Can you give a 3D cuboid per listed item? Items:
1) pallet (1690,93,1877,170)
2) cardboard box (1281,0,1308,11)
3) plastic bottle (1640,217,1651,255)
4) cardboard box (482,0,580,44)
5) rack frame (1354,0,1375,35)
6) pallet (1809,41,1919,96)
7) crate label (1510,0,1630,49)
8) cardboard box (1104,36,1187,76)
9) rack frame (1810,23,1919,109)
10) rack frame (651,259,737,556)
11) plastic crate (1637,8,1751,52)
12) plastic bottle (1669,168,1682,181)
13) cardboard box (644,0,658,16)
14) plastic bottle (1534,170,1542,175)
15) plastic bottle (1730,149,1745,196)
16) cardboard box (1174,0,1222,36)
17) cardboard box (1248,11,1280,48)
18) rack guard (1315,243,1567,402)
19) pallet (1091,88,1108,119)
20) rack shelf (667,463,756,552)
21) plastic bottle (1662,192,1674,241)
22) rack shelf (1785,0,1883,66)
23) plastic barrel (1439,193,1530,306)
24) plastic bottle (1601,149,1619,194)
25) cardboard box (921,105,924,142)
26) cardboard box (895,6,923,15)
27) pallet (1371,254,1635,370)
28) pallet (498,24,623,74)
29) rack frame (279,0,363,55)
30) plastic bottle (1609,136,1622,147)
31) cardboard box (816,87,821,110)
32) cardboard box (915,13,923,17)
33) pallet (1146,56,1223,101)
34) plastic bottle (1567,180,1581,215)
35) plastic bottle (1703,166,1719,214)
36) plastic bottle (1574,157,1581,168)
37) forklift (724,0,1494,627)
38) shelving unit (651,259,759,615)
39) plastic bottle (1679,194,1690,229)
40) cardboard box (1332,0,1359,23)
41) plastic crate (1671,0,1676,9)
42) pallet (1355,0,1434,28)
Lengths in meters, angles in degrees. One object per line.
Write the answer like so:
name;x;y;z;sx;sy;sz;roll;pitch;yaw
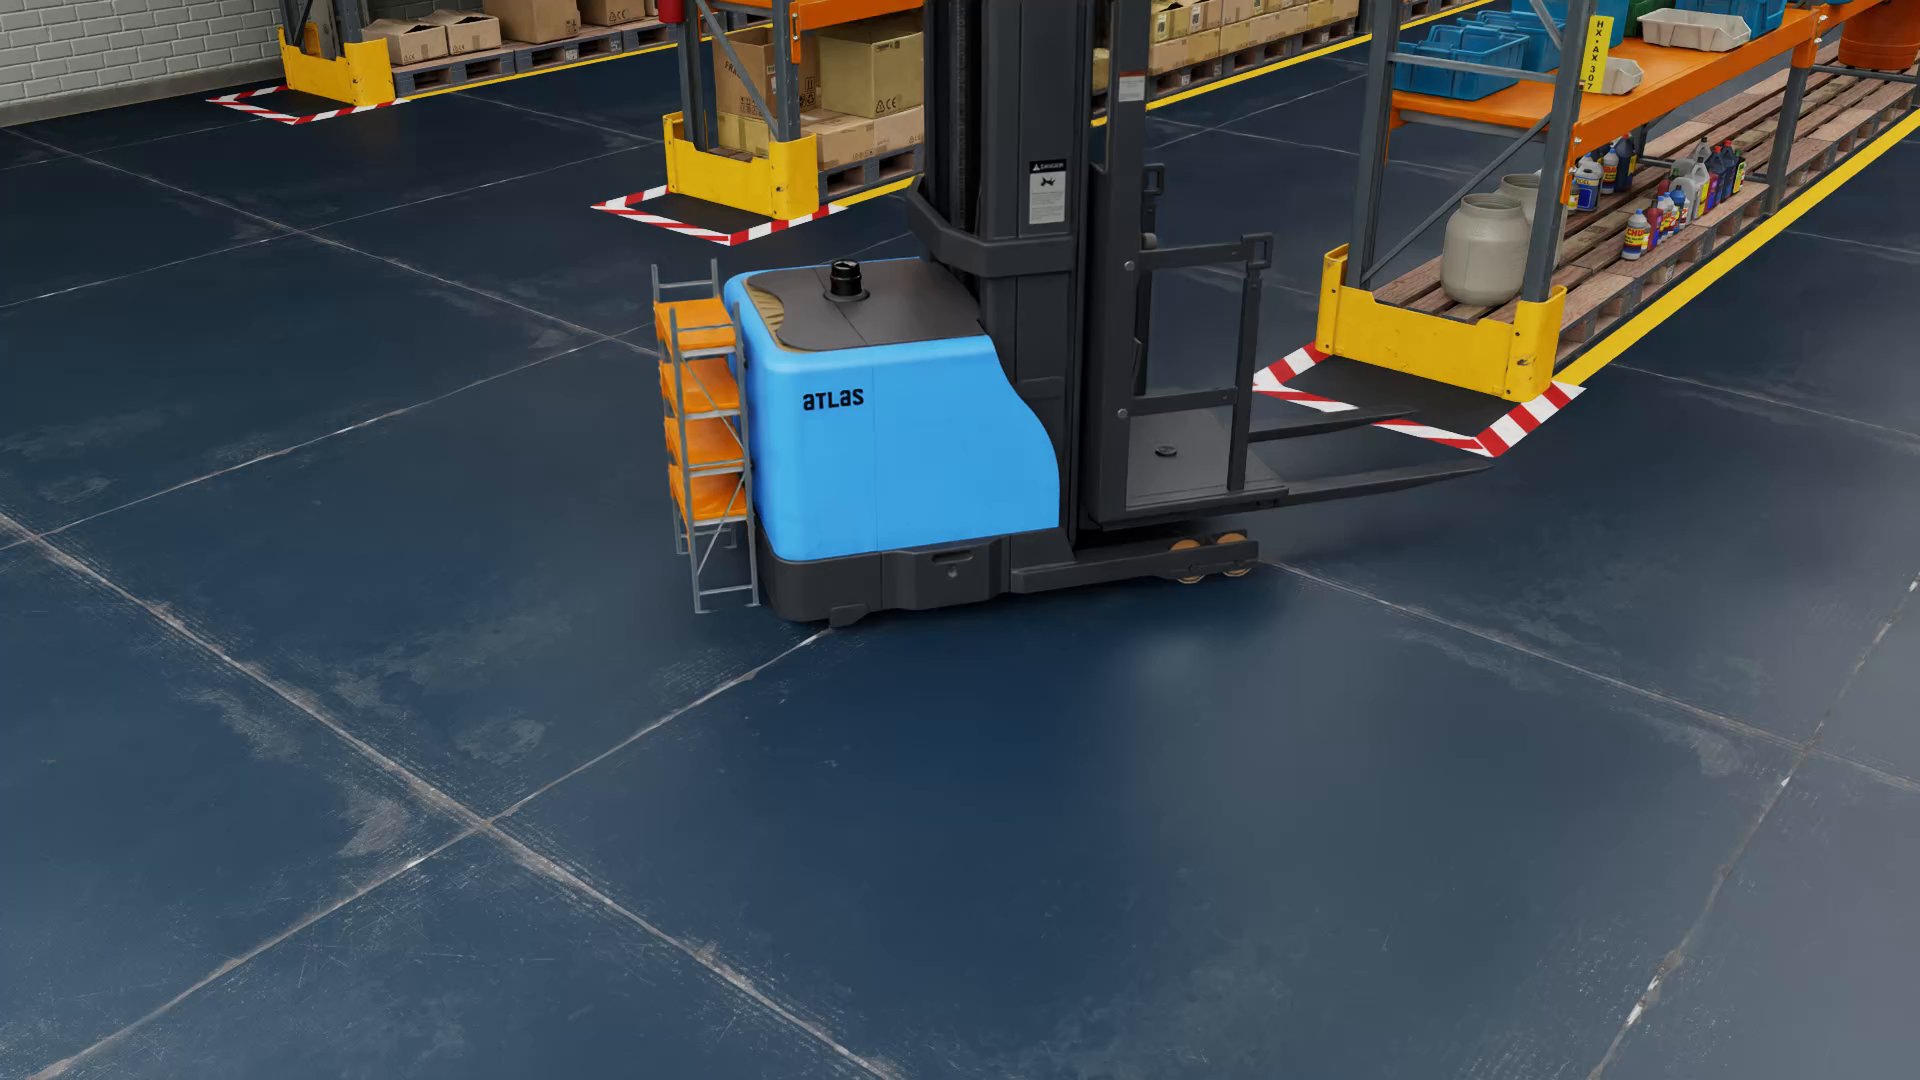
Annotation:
pallet;6.164;-3.079;12.473;1.003;0.211;1.213;21;34;34
cardboard box;2.852;-5.053;15.178;0.500;0.311;0.500;20;34;34
plastic bottle;3.834;-1.716;9.370;0.097;0.201;0.097;0;27;0
cardboard box;-3.892;-4.823;15.049;0.700;0.500;0.500;18;33;31
rack frame;3.644;-6.461;15.974;1.000;3.000;0.127;21;34;34
pallet;7.933;-4.065;14.378;1.003;0.211;1.213;21;34;34
crate label;3.337;-2.923;9.097;0.502;0.435;0.616;21;34;34
cardboard box;1.547;-4.078;13.905;0.500;0.250;0.500;20;33;33
rack frame;7.463;-5.012;13.173;1.000;3.000;0.127;21;34;34
rack frame;-1.014;-0.488;6.387;0.240;1.200;0.015;-8;28;-15
plastic crate;4.082;-2.827;9.237;0.530;0.136;0.437;21;34;34
plastic bottle;4.309;-2.108;10.038;0.061;0.283;0.133;21;34;34
cardboard box;-3.043;-5.228;16.195;0.380;0.166;0.250;16;31;28
plastic bottle;3.474;-2.071;9.974;0.152;0.276;0.135;20;33;33
plastic bottle;4.868;-2.316;10.439;0.061;0.283;0.133;23;35;37
cardboard box;1.877;-4.507;14.122;0.500;0.311;0.500;20;34;34
cardboard box;2.525;-4.624;14.959;0.500;0.250;0.500;22;34;35
rack guard;2.387;-1.106;8.344;1.175;0.500;0.348;21;34;34
pallet;0.561;-3.534;13.352;1.003;0.211;1.213;21;34;34
rack shelf;-0.944;-0.144;6.301;0.258;0.148;0.480;-8;28;-15
plastic bottle;4.050;-1.868;9.586;0.097;0.271;0.097;0;27;0
rack shelf;6.191;-3.983;11.968;1.077;0.370;4.000;21;34;34
plastic barrel;2.734;-1.513;8.660;0.421;0.512;0.421;0;27;0
plastic bottle;4.086;-2.326;10.471;0.097;0.271;0.097;0;27;0
cardboard box;-0.299;-3.070;11.956;0.500;0.250;0.500;21;34;34
cardboard box;-0.390;-3.736;12.426;0.500;0.500;0.500;21;34;34
pallet;2.908;-1.264;8.964;1.003;0.211;1.213;21;34;34
pallet;-3.901;-4.568;15.350;1.003;0.211;1.213;21;34;34
rack frame;-5.270;-5.071;13.288;1.000;3.000;0.127;21;34;34
plastic bottle;4.194;-2.472;10.749;0.152;0.276;0.135;22;35;36
cardboard box;-1.023;-3.047;11.911;0.500;0.250;0.500;21;34;34
cardboard box;0.024;-3.579;12.123;0.500;0.500;0.500;21;34;34
pallet;1.538;-4.077;14.401;1.003;0.211;1.213;21;34;34
plastic bottle;3.698;-2.078;10.069;0.097;0.201;0.097;0;27;0
plastic bottle;4.538;-2.132;10.084;0.061;0.283;0.133;23;35;38
plastic bottle;3.828;-2.304;10.417;0.061;0.283;0.133;23;35;37
forklift;0.655;-1.358;6.185;3.031;2.935;1.130;-8;28;-15
shelving unit;-0.945;-0.380;6.179;0.258;1.200;0.503;-8;28;-15
plastic bottle;4.244;-1.945;9.811;0.097;0.201;0.097;0;27;0
cardboard box;3.497;-5.168;16.011;0.500;0.250;0.500;22;34;36
plastic crate;4.488;-3.418;10.159;0.767;0.338;0.504;21;34;34
pallet;4.148;-5.476;17.105;1.003;0.211;1.213;21;34;34
